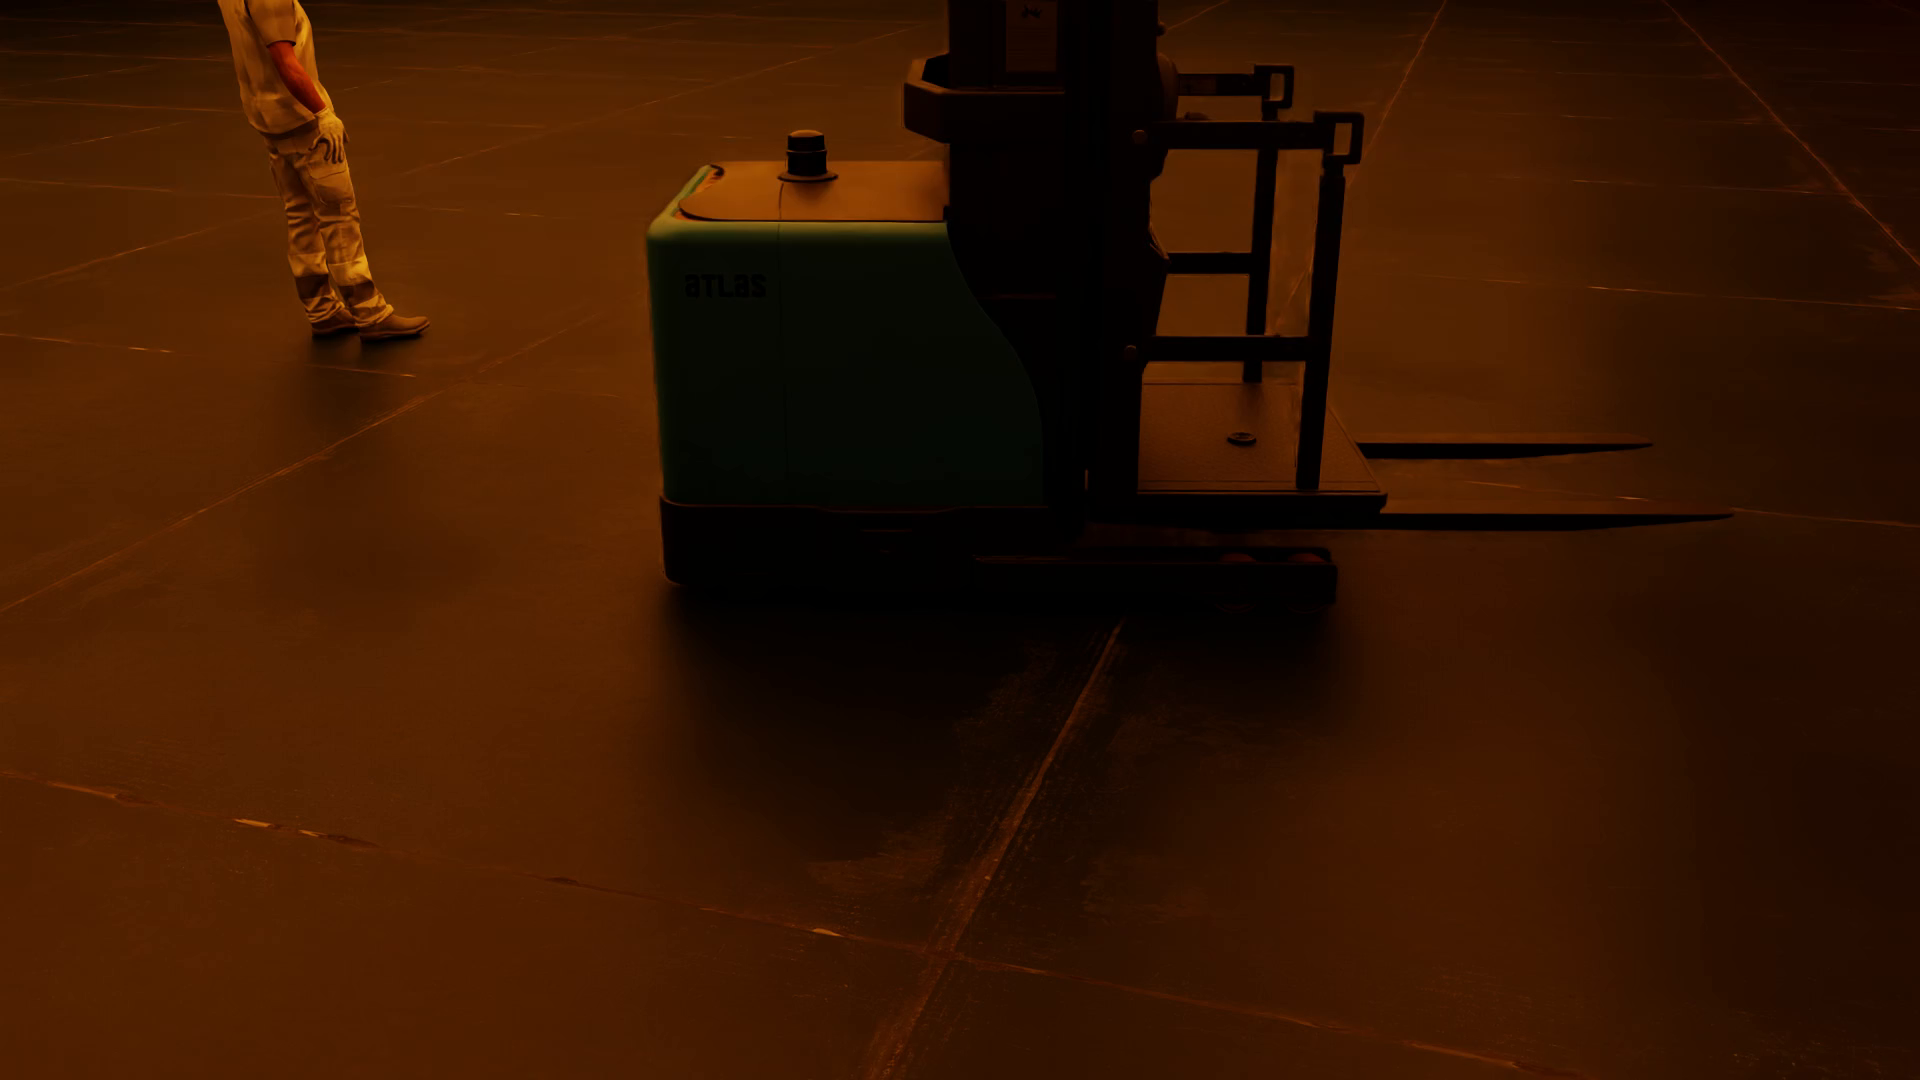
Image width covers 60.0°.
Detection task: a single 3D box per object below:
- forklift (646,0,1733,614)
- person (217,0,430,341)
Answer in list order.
[{"bbox_3d":[0.683,-1.354,4.559,3.031,2.935,1.130,0,22,1],"label":"forklift"},{"bbox_3d":[-2.713,-1.752,7.002,0.565,1.788,0.641,-18,28,-37],"label":"person"}]
